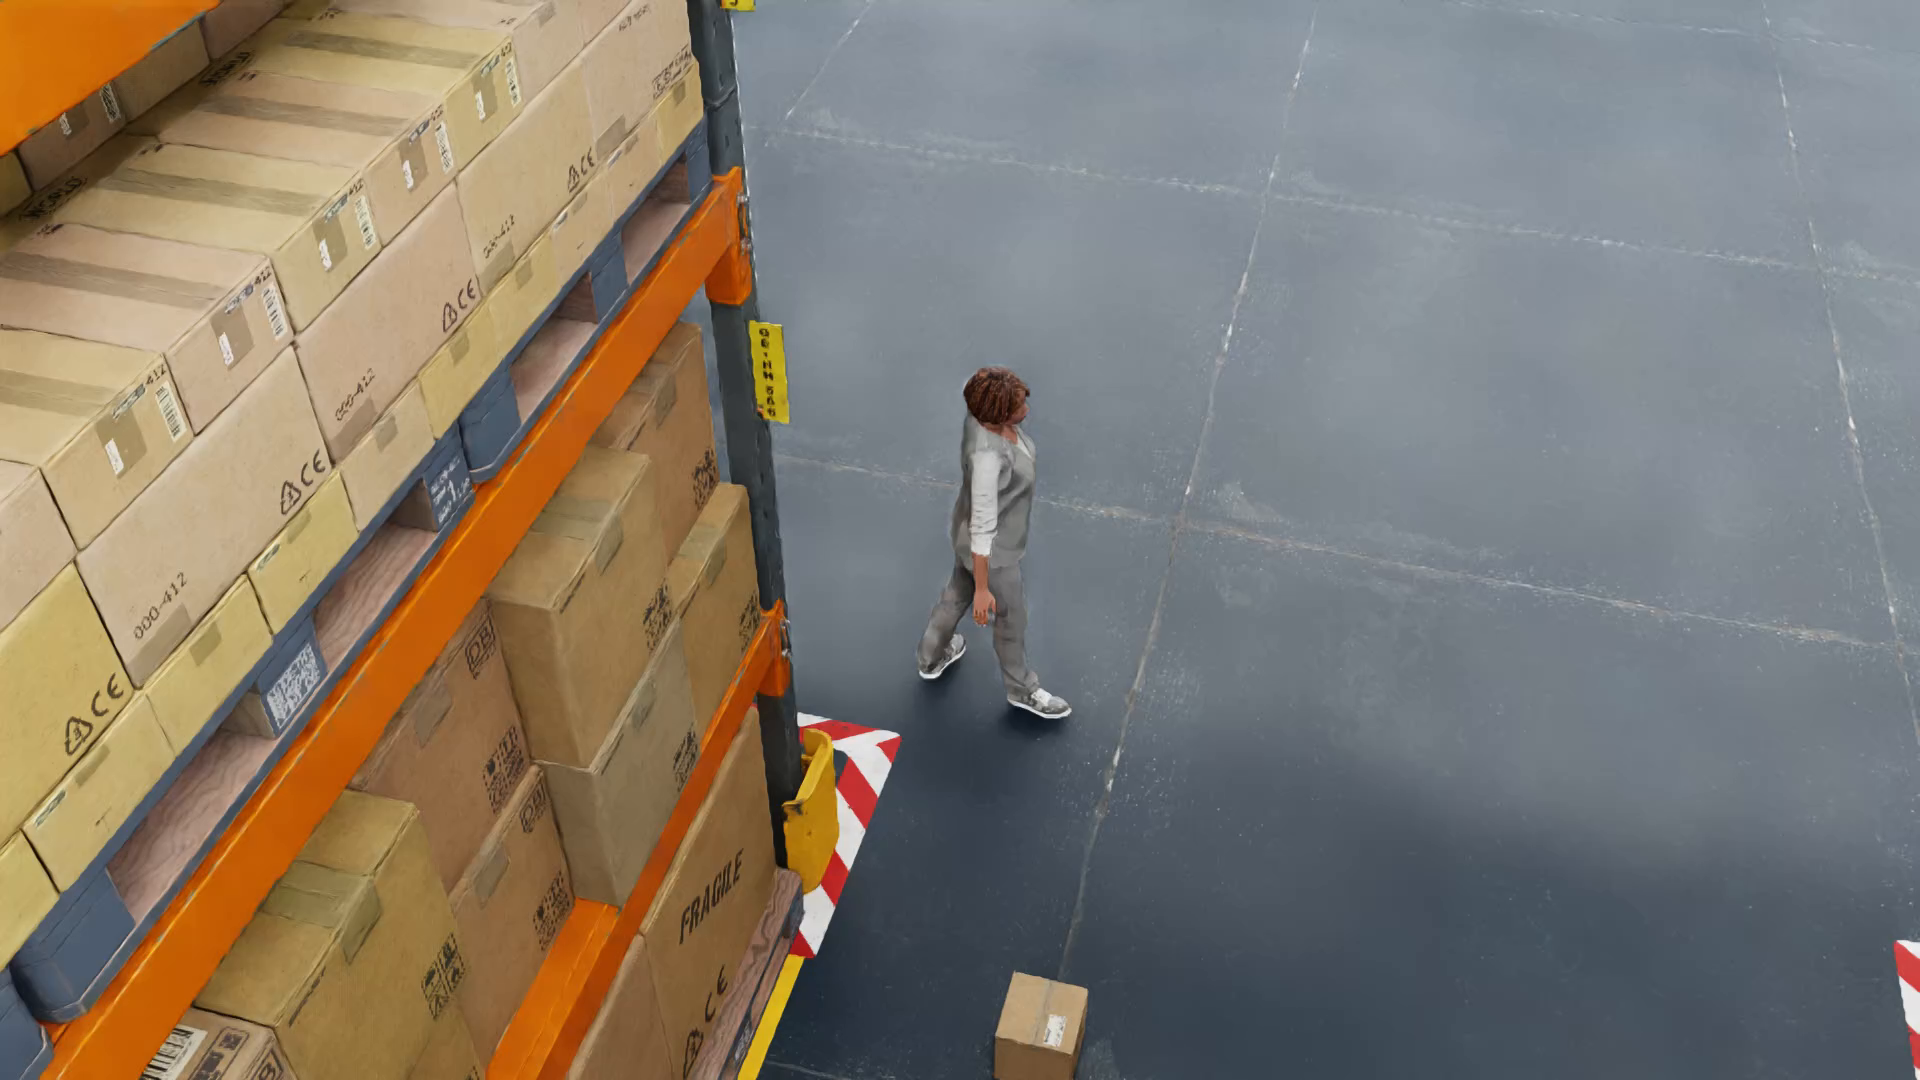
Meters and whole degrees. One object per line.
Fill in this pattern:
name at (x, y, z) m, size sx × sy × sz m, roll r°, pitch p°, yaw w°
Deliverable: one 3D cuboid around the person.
person at (0.132, 0.033, 6.116) m, size 0.606 × 1.583 × 0.604 m, roll -1°, pitch 42°, yaw -1°
